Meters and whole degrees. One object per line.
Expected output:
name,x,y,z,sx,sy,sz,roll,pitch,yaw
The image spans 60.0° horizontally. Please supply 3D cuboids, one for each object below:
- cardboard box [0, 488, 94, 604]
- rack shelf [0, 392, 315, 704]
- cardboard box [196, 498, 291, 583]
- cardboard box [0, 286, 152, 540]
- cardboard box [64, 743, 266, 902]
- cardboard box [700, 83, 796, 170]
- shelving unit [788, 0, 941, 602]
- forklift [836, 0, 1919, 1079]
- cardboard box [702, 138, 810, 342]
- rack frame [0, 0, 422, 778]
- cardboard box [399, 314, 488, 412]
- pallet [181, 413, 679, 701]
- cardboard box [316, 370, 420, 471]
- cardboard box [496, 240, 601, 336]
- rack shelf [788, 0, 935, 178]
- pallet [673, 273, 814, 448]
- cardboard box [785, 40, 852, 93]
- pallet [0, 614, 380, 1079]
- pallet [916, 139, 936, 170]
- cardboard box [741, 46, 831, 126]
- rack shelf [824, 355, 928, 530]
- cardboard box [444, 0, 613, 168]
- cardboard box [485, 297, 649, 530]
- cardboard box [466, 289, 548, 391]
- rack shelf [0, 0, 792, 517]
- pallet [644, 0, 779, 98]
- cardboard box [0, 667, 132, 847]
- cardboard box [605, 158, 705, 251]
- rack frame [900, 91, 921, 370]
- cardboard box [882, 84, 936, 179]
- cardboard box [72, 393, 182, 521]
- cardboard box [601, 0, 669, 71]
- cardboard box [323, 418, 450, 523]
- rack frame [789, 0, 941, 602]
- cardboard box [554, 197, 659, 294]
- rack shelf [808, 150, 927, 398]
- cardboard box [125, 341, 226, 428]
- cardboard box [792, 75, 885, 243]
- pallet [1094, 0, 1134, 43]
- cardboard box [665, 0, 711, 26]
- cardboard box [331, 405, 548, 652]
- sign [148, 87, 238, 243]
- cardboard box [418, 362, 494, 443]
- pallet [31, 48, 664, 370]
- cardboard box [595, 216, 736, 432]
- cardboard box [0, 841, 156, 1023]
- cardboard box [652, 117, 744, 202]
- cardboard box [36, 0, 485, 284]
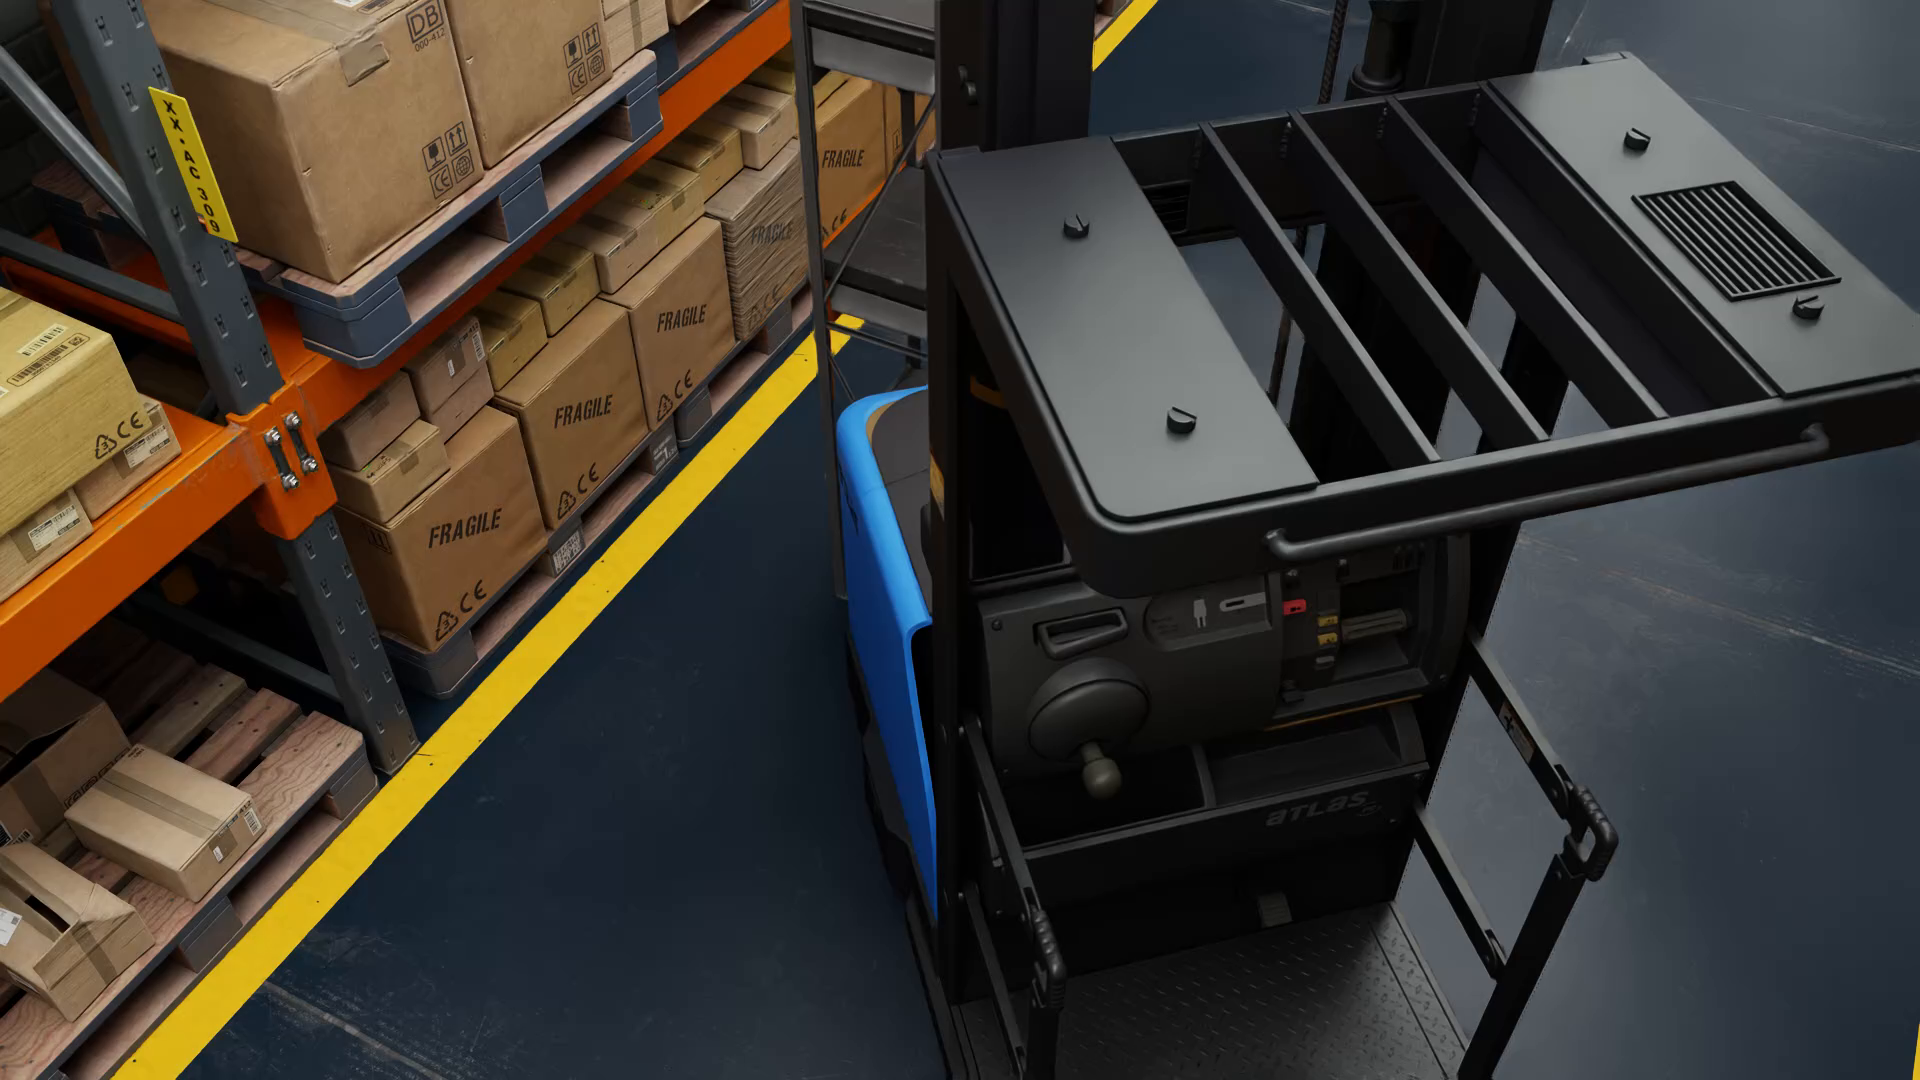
cardboard box,-2.010,-0.056,3.373,0.380,0.149,0.250,22,49,20
rack shelf,-2.913,0.913,2.745,1.077,0.370,4.000,20,49,19
cardboard box,-2.018,-0.276,4.876,0.500,0.500,0.500,20,49,19
cardboard box,-2.004,-0.250,3.285,0.500,0.250,0.500,22,49,20
cardboard box,-1.983,0.703,4.156,0.380,0.149,0.250,19,48,18
cardboard box,-0.773,-1.396,5.527,0.380,0.149,0.250,18,48,17
shelving unit,-0.087,-0.657,4.423,0.431,2.100,0.503,20,49,19
forklift,0.553,0.304,2.889,1.130,2.935,3.031,-11,46,-10
cardboard box,-0.840,-1.076,5.666,0.500,0.500,0.500,19,48,18
rack frame,-1.984,-0.600,3.734,1.000,3.000,0.127,20,49,19
cardboard box,-1.504,-0.519,4.451,0.380,0.149,0.250,18,48,17
pallet,-1.640,-0.145,5.245,1.003,0.211,1.213,20,49,19
cardboard box,-1.636,-0.360,4.293,0.380,0.149,0.250,20,49,18
cardboard box,-1.298,-0.778,4.916,0.380,0.149,0.250,20,49,18
rack shelf,-0.087,-1.139,3.935,0.431,0.518,0.480,20,49,19
pallet,-1.075,-0.916,6.007,1.003,0.211,1.213,20,49,19
cardboard box,-0.556,-1.737,5.864,0.380,0.149,0.250,22,49,20
pallet,-2.304,0.813,4.299,1.003,0.211,1.213,20,49,19
pallet,-0.507,-1.682,6.764,1.003,0.211,1.213,20,49,19
cardboard box,-0.671,-1.580,5.709,0.380,0.149,0.250,20,49,18
rack shelf,-0.086,-0.155,4.930,0.431,0.518,0.480,20,49,19
cardboard box,-1.321,-1.340,4.100,0.700,0.500,0.500,21,49,19
cardboard box,-1.322,-0.438,5.036,0.500,0.500,0.500,20,49,19
cardboard box,-1.413,-0.600,4.741,0.380,0.149,0.250,18,48,17
rack shelf,-1.056,-1.607,5.235,1.077,0.370,4.000,20,49,19
pallet,-1.026,-1.826,5.080,1.003,0.211,1.213,20,49,19
cardboard box,-2.500,0.536,4.207,0.500,0.311,0.500,22,49,20
cardboard box,-1.031,-1.078,5.213,0.380,0.149,0.250,22,49,20
rack frame,0.025,-0.811,4.575,0.400,2.100,0.015,20,49,19
cardboard box,-0.375,-1.740,6.322,0.500,0.500,0.500,20,49,18
cardboard box,-1.908,-0.227,3.542,0.380,0.149,0.250,21,49,20
cardboard box,-0.999,-1.449,4.372,0.396,0.266,0.258,23,50,21
cardboard box,-1.582,-0.235,4.379,0.380,0.149,0.250,23,50,21
rack frame,-0.199,-0.503,4.270,0.400,2.100,0.015,20,49,19
cardboard box,-1.149,-0.923,5.059,0.380,0.149,0.250,20,49,19
rack shelf,-0.087,-0.647,4.432,0.431,0.518,0.480,20,49,19
cardboard box,-2.069,-0.424,4.566,0.380,0.149,0.250,19,48,18
cardboard box,-0.615,-1.409,5.996,0.500,0.500,0.500,22,49,21
pallet,0.289,-2.645,7.716,1.003,0.211,1.213,20,49,19
cardboard box,-0.957,-1.834,4.588,0.700,0.500,0.500,20,49,19
cardboard box,-1.560,-0.099,4.701,0.500,0.500,0.500,22,49,21
sign,-1.500,-0.730,3.254,0.100,0.325,0.005,20,49,19
cardboard box,-1.522,-0.435,4.577,0.380,0.149,0.250,19,48,18
pallet,-1.516,-1.000,4.264,1.003,0.211,1.213,20,49,19
cardboard box,-1.086,-0.751,5.345,0.500,0.500,0.500,19,48,18
cardboard box,-2.148,0.886,3.892,0.396,0.266,0.258,22,49,20
cardboard box,-0.932,-1.258,5.390,0.380,0.149,0.250,21,49,19
cardboard box,-1.561,-1.014,3.777,0.700,0.500,0.500,22,49,20
